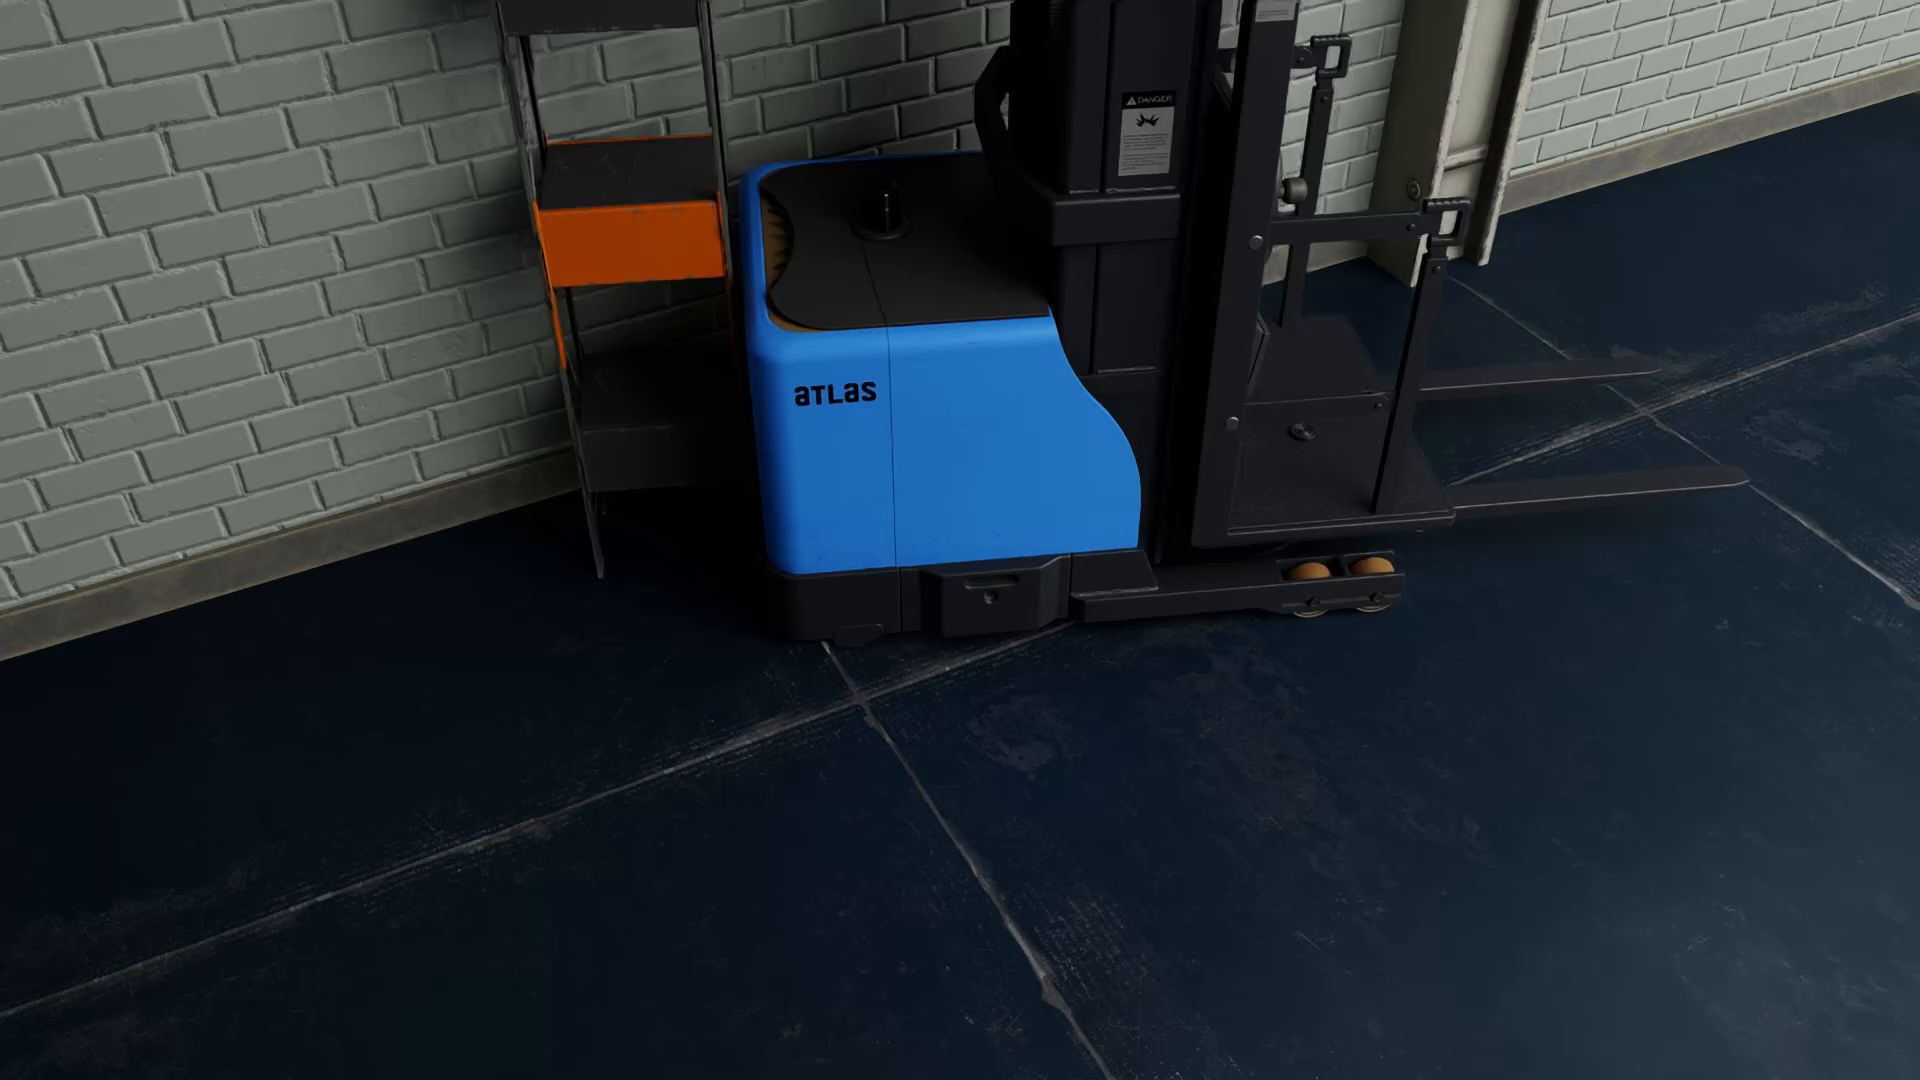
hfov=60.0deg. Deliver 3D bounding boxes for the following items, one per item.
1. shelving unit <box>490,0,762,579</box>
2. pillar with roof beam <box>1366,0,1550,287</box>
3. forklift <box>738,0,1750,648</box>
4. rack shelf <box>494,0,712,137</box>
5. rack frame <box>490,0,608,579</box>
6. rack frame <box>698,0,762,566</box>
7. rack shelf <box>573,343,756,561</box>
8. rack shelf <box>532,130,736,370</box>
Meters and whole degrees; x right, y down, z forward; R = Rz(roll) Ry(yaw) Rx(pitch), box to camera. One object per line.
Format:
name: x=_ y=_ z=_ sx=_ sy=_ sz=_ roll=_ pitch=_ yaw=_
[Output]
shelving unit: x=-0.887 y=-0.830 z=4.605 sx=0.503 sy=2.100 sz=0.431 roll=-5 pitch=40 yaw=-5
pillar with roof beam: x=3.824 y=-2.087 z=0.750 sx=0.400 sy=9.000 sz=9.100 roll=-19 pitch=44 yaw=-21
forklift: x=0.892 y=-1.223 z=4.426 sx=3.031 sy=2.935 sz=1.130 roll=-5 pitch=40 yaw=-5
rack shelf: x=-0.887 y=-1.353 z=4.161 sx=0.480 sy=0.518 sz=0.431 roll=-5 pitch=40 yaw=-5
rack frame: x=-1.129 y=-0.810 z=4.582 sx=0.015 sy=2.100 sz=0.400 roll=-5 pitch=40 yaw=-5
rack frame: x=-0.645 y=-0.849 z=4.628 sx=0.015 sy=2.100 sz=0.400 roll=-5 pitch=40 yaw=-5
rack shelf: x=-0.887 y=-0.285 z=5.066 sx=0.480 sy=0.518 sz=0.431 roll=-5 pitch=40 yaw=-5
rack shelf: x=-0.887 y=-0.819 z=4.614 sx=0.480 sy=0.518 sz=0.431 roll=-5 pitch=40 yaw=-5
